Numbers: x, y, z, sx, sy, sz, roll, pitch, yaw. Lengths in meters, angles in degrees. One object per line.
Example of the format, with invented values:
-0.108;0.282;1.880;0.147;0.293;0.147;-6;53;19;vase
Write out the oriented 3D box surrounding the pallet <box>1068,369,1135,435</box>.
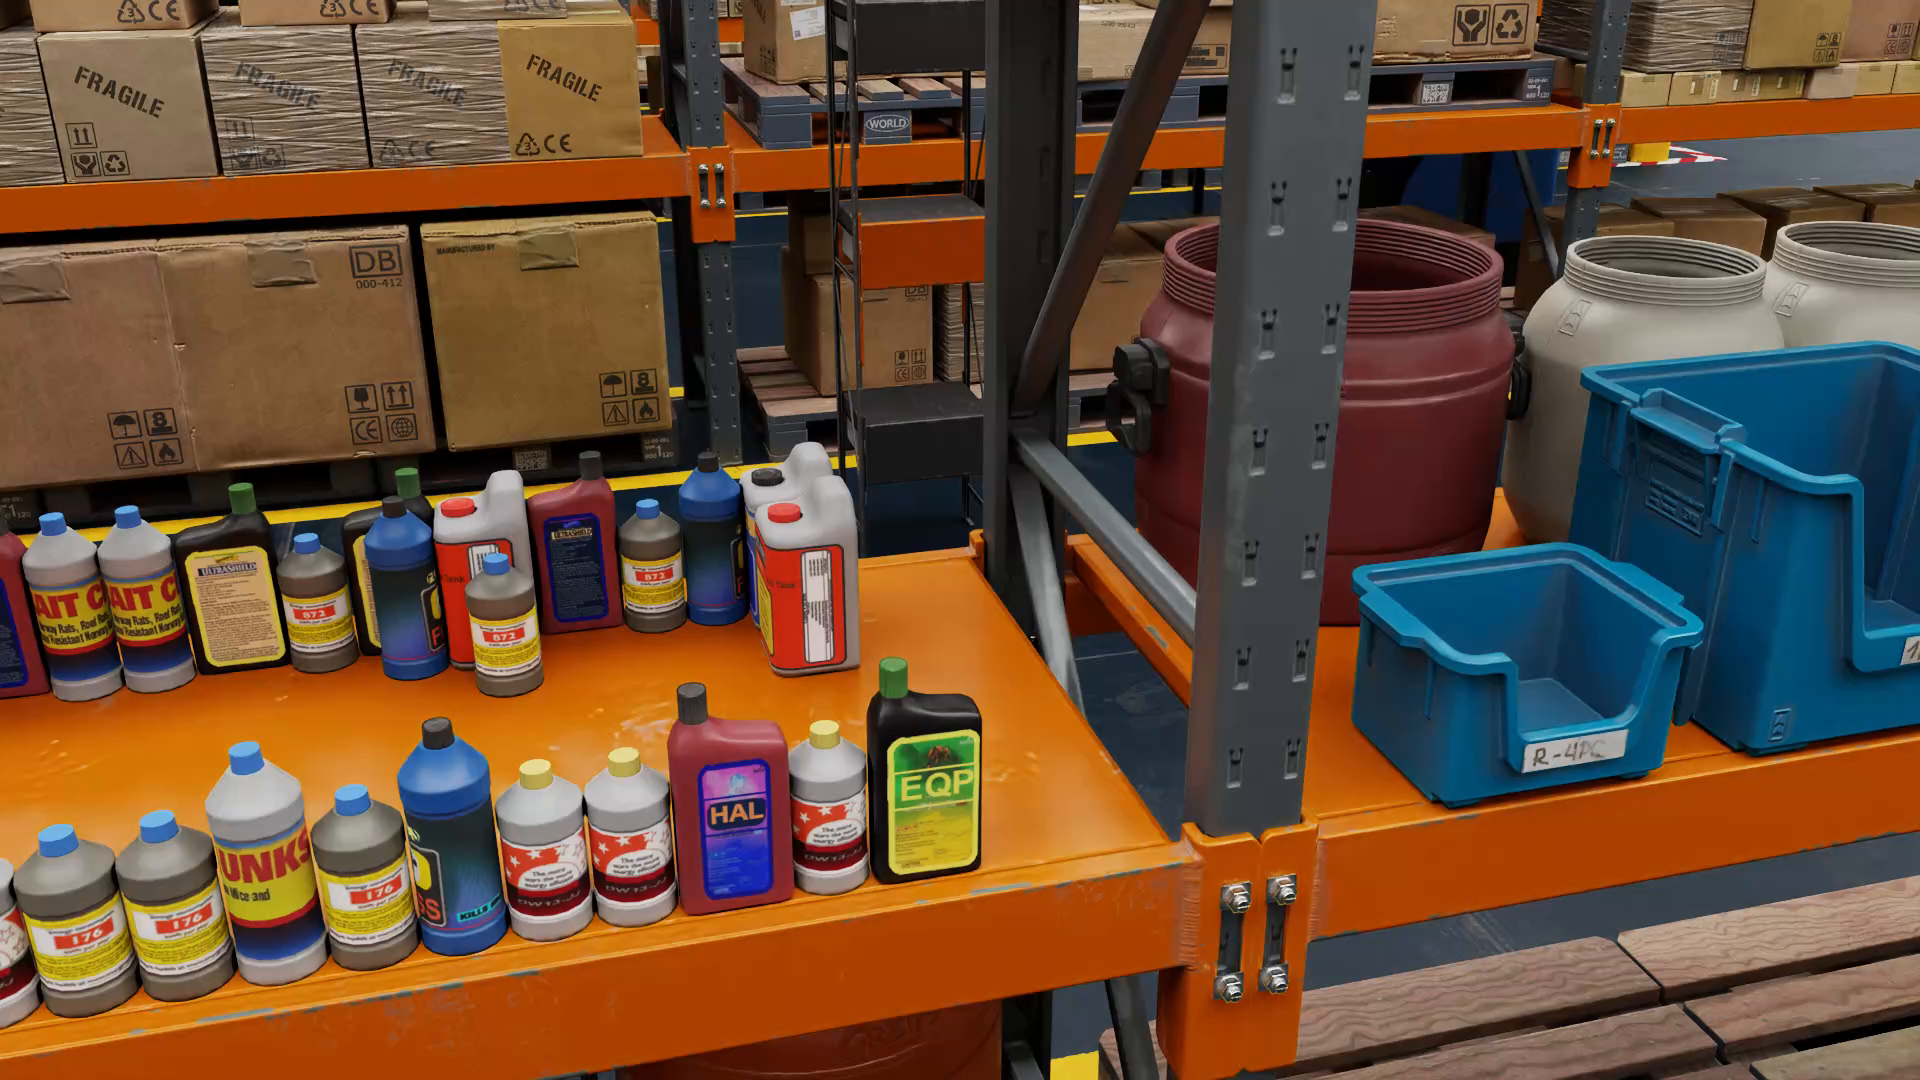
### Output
0.820;-0.801;7.850;1.213;0.211;1.003;-6;24;-14;pallet

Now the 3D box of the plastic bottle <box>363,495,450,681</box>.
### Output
-0.819;0.066;2.456;0.097;0.271;0.097;0;23;0;plastic bottle

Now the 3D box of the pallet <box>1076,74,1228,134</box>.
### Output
0.790;-2.010;7.373;1.213;0.211;1.003;-6;24;-14;pallet

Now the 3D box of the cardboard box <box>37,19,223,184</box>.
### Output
-2.984;-1.610;6.071;0.500;0.500;0.500;-6;24;-13;cardboard box

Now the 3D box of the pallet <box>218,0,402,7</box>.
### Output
-4.243;-3.451;10.732;1.213;0.211;1.003;-6;24;-14;pallet

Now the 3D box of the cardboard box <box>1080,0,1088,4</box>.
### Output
0.587;-4.027;11.704;0.500;0.500;0.500;-7;24;-15;cardboard box

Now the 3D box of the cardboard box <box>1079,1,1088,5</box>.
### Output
0.427;-2.283;7.405;0.258;0.266;0.396;-7;24;-16;cardboard box

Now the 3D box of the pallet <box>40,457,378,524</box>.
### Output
-3.057;-0.406;6.929;1.213;0.211;1.003;-6;24;-14;pallet

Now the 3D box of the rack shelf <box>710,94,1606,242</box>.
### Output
0.820;-1.754;7.446;4.000;0.370;1.077;-6;24;-14;rack shelf

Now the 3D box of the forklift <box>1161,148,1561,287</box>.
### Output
1.802;-2.791;9.037;3.031;2.935;1.130;-7;24;-16;forklift

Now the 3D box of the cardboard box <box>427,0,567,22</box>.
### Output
-1.814;-2.307;6.423;0.637;0.503;0.797;-5;24;-13;cardboard box

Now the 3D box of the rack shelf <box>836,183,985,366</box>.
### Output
-0.159;-0.935;5.800;0.480;0.518;0.431;-6;24;-14;rack shelf

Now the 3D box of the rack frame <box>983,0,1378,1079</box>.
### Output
0.232;0.007;2.428;0.053;2.616;0.949;-6;24;-14;rack frame

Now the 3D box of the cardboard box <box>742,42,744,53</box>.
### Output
-1.796;-4.836;16.517;0.625;0.372;0.950;-6;24;-13;cardboard box

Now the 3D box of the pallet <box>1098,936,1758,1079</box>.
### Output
0.989;1.222;3.133;1.213;0.211;1.003;-6;24;-14;pallet

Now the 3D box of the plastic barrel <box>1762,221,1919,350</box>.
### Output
1.571;-0.278;2.952;0.421;0.512;0.421;0;23;0;plastic barrel

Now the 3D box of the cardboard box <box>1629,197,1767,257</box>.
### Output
3.691;-1.433;8.424;0.500;0.500;0.500;1;23;3;cardboard box

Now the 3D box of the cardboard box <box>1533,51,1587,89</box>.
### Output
2.874;-2.317;8.164;0.250;0.149;0.380;-6;24;-14;cardboard box

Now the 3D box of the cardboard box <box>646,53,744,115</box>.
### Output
-1.737;-2.955;11.654;0.750;0.750;1.050;-7;24;-15;cardboard box

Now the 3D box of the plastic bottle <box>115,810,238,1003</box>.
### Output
-0.849;0.387;1.796;0.097;0.201;0.097;0;23;0;plastic bottle

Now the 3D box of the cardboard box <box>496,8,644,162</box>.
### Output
-1.514;-1.771;6.447;0.500;0.500;0.500;-6;24;-13;cardboard box

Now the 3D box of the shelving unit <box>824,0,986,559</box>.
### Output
-0.159;-0.947;5.795;0.503;2.100;0.431;-6;24;-14;shelving unit

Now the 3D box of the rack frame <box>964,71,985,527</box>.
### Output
0.076;-0.973;5.855;0.015;2.100;0.400;-6;24;-14;rack frame

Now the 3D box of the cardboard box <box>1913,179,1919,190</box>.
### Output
5.425;-1.631;8.885;0.500;0.500;0.500;0;23;0;cardboard box

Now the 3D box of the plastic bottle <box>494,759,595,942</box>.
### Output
-0.474;0.345;1.893;0.097;0.201;0.097;0;23;0;plastic bottle

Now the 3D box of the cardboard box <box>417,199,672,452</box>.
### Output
-1.775;-1.023;6.991;0.875;0.875;1.225;-7;24;-17;cardboard box

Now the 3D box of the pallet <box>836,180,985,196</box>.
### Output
-0.396;-2.668;12.200;1.213;0.211;1.003;-6;24;-14;pallet

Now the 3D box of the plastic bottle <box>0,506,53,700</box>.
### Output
-1.396;0.091;2.381;0.133;0.283;0.061;-6;24;-14;plastic bottle

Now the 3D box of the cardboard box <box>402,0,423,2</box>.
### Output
-5.330;-4.715;15.597;0.875;0.875;0.875;-6;24;-14;cardboard box

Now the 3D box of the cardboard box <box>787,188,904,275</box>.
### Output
-0.468;-1.353;7.259;0.500;0.250;0.500;-5;24;-12;cardboard box

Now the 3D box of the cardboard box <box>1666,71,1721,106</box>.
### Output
3.278;-2.113;7.688;0.250;0.149;0.380;-6;24;-14;cardboard box

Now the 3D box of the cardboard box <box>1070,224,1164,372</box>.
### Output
0.609;-1.131;7.694;0.500;0.500;0.700;-4;24;-10;cardboard box

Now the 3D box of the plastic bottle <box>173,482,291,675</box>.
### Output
-1.080;0.057;2.462;0.133;0.283;0.061;-6;24;-14;plastic bottle

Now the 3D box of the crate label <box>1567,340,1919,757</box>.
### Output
1.262;-0.011;2.426;0.616;0.435;0.502;-6;24;-14;crate label

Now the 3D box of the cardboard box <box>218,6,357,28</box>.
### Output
-2.635;-1.857;6.648;0.500;0.500;0.500;-7;24;-15;cardboard box

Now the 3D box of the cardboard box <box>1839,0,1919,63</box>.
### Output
4.141;-2.636;8.086;0.500;0.500;0.875;-6;24;-14;cardboard box

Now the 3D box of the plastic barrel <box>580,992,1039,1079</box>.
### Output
-0.234;0.872;2.634;0.708;0.830;0.600;-6;24;-14;plastic barrel

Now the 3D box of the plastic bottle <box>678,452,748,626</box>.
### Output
-0.390;-0.007;2.625;0.097;0.271;0.097;0;23;0;plastic bottle

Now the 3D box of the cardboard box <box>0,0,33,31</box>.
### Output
-3.680;-2.092;5.924;0.637;0.503;0.797;-6;24;-14;cardboard box

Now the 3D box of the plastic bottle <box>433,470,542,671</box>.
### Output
-0.717;0.038;2.514;0.135;0.276;0.152;-6;24;-14;plastic bottle

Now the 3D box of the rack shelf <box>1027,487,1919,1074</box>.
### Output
2.158;0.126;3.064;4.000;0.370;1.077;-6;24;-14;rack shelf

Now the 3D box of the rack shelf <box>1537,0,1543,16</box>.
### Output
3.429;-4.074;12.853;4.000;0.370;1.077;-6;24;-14;rack shelf

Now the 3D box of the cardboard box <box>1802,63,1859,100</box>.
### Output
4.002;-2.191;7.871;0.250;0.149;0.380;-6;24;-14;cardboard box

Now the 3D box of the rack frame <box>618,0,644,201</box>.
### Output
-2.348;-3.766;11.222;0.127;3.000;1.000;-6;24;-14;rack frame

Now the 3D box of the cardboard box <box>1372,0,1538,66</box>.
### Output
1.943;-2.735;7.527;1.000;1.000;1.000;-6;24;-14;cardboard box

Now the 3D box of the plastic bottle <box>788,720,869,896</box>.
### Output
-0.158;0.310;1.974;0.097;0.201;0.097;0;23;0;plastic bottle
